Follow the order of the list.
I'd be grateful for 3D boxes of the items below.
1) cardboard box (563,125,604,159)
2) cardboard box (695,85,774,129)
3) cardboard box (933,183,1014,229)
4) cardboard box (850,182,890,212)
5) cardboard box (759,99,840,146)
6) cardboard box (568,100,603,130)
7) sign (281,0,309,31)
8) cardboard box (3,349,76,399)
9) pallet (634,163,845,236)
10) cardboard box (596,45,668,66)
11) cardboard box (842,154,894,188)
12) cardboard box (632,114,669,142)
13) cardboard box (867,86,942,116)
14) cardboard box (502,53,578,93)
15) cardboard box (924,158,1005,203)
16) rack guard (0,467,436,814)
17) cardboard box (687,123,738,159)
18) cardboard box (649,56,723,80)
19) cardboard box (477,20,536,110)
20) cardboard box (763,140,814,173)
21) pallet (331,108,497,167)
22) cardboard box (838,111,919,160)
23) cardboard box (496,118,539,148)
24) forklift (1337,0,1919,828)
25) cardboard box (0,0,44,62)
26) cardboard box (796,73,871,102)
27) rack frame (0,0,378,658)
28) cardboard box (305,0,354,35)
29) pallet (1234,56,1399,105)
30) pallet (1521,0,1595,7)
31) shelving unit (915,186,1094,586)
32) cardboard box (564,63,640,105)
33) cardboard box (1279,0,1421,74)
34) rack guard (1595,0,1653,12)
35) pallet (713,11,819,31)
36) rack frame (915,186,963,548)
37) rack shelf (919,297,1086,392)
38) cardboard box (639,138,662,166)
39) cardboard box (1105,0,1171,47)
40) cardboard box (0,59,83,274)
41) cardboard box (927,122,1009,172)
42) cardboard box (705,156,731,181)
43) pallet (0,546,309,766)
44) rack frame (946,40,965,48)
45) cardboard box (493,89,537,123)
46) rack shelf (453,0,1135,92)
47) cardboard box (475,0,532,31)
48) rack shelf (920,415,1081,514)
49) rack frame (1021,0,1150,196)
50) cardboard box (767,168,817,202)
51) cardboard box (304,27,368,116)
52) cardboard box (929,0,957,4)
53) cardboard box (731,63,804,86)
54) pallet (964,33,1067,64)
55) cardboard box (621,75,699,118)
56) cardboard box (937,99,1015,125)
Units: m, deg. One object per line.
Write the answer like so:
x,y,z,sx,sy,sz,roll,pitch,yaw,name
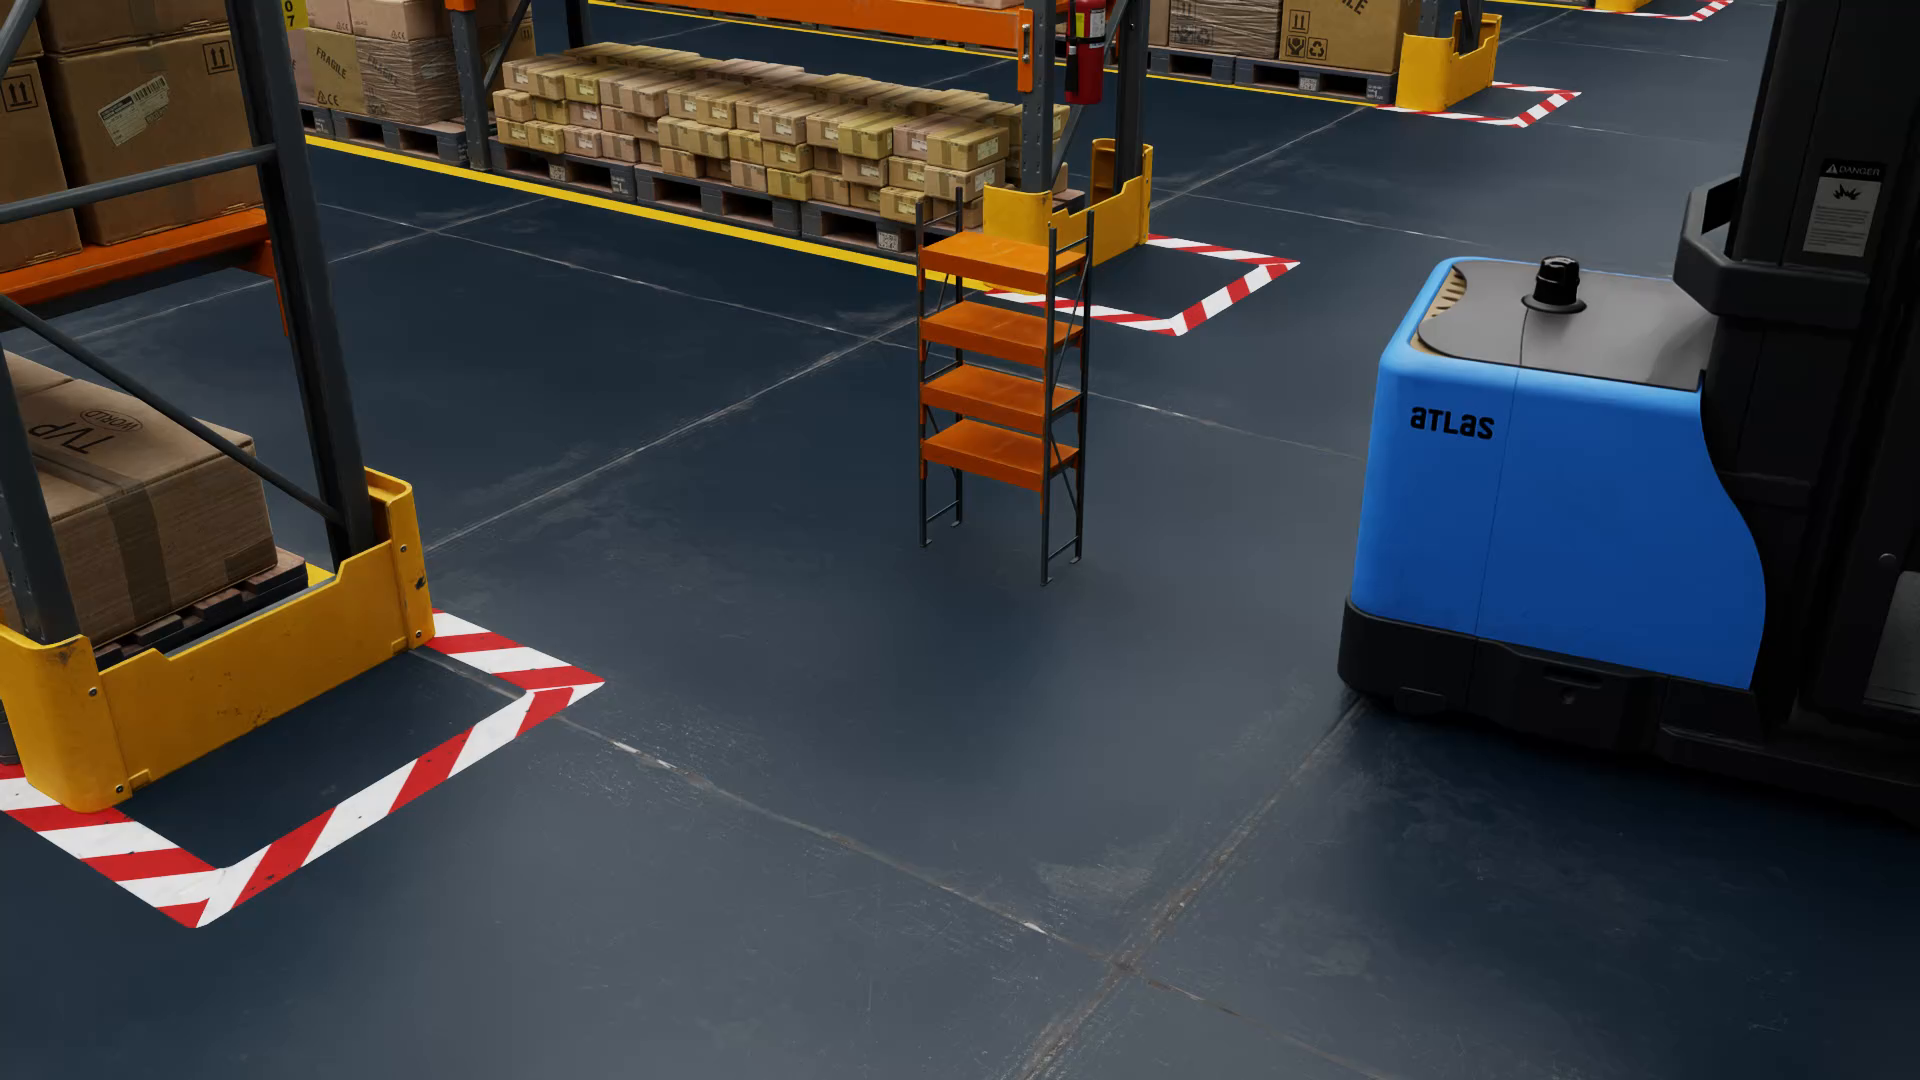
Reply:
-2.103,-2.373,9.786,0.250,0.149,0.380,17,32,30,cardboard box
-1.235,-2.388,9.159,0.250,0.149,0.380,17,32,31,cardboard box
0.070,-1.729,8.521,0.250,0.149,0.380,18,32,31,cardboard box
-0.368,-1.857,8.773,0.250,0.149,0.380,17,32,30,cardboard box
-0.848,-2.222,8.833,0.250,0.149,0.380,19,32,32,cardboard box
-2.077,-2.539,9.783,0.250,0.149,0.380,17,32,30,cardboard box
-1.778,-1.506,4.360,0.005,0.325,0.100,17,32,30,sign
-3.457,-0.288,5.371,0.875,0.438,0.875,18,32,32,cardboard box
-1.092,-2.068,9.580,1.213,0.211,1.003,17,32,30,pallet
-2.002,-2.920,10.204,0.250,0.149,0.380,18,32,31,cardboard box
-0.404,-1.966,8.659,0.250,0.149,0.380,16,31,28,cardboard box
-1.643,-2.389,9.489,0.250,0.149,0.380,19,33,33,cardboard box
-0.299,-2.370,9.124,0.250,0.149,0.380,16,31,28,cardboard box
-2.509,-2.798,9.966,0.250,0.149,0.380,19,32,32,cardboard box
0.025,-1.833,8.398,0.250,0.149,0.380,16,31,29,cardboard box
-2.078,0.241,4.725,0.348,0.500,1.175,17,32,30,rack guard
-1.282,-2.227,9.172,0.250,0.149,0.380,18,32,31,cardboard box
-1.623,-2.762,9.895,0.250,0.149,0.380,18,32,32,cardboard box
-3.134,-3.145,10.915,0.500,0.500,0.500,19,32,32,cardboard box
-0.838,-2.094,8.910,0.250,0.149,0.380,18,32,31,cardboard box
-3.318,-2.739,10.900,1.213,0.211,1.003,17,32,30,pallet
-0.418,-2.083,8.561,0.250,0.149,0.380,17,31,29,cardboard box
-2.557,-2.486,10.007,0.250,0.149,0.380,16,31,28,cardboard box
2.660,-0.768,4.028,3.031,2.935,1.130,11,29,21,forklift
-2.630,-1.404,3.989,0.500,0.500,0.500,18,32,32,cardboard box
-0.714,-2.529,9.437,0.250,0.149,0.380,18,32,31,cardboard box
-2.097,-0.879,4.170,0.127,3.000,1.000,17,32,30,rack frame
-3.848,-3.424,10.636,0.500,0.250,0.500,19,33,33,cardboard box
2.810,-3.517,12.428,1.213,0.211,1.003,17,32,30,pallet
5.660,-5.419,16.166,1.213,0.211,1.003,17,32,30,pallet
0.136,-0.492,5.394,0.503,1.200,0.258,17,32,30,shelving unit
-2.079,-2.659,9.692,0.250,0.149,0.380,17,31,30,cardboard box
2.941,-3.958,12.101,0.875,0.875,0.875,17,32,30,cardboard box
6.345,-5.320,15.653,0.348,0.500,1.175,17,32,30,rack guard
-1.472,-4.851,15.050,1.213,0.211,1.003,17,32,30,pallet
-0.065,-0.555,5.517,0.015,1.200,0.240,17,32,30,rack frame
0.136,-0.632,5.323,0.480,0.148,0.258,17,32,30,rack shelf
-1.624,-2.270,9.584,0.250,0.149,0.380,16,31,28,cardboard box
1.457,-4.421,13.009,0.875,0.875,0.875,17,32,30,cardboard box
-2.645,-0.948,4.196,0.500,0.500,0.500,18,32,31,cardboard box
0.042,-1.978,8.355,0.250,0.149,0.380,18,32,31,cardboard box
-1.205,-2.129,9.306,0.250,0.149,0.380,18,32,32,cardboard box
-2.801,0.188,5.148,1.213,0.211,1.003,17,32,30,pallet
0.216,-5.611,13.468,0.127,3.000,1.000,17,32,30,rack frame
-2.558,-2.619,9.941,0.250,0.149,0.380,19,33,33,cardboard box
-1.027,-2.948,9.030,4.000,0.370,1.077,17,32,30,rack shelf
-3.135,-3.478,10.744,0.500,0.250,0.500,16,31,28,cardboard box
0.136,-0.255,5.515,0.480,0.148,0.258,17,32,30,rack shelf
0.622,-2.755,7.857,0.127,3.000,1.000,17,32,30,rack frame
-0.825,-1.958,8.971,0.250,0.149,0.380,16,31,28,cardboard box
-3.851,-3.083,10.795,0.500,0.500,0.500,16,31,29,cardboard box
0.009,-2.699,8.024,0.250,0.149,0.380,17,32,30,cardboard box
-1.118,-2.663,9.699,0.250,0.149,0.380,16,31,29,cardboard box
0.799,-4.144,13.660,1.213,0.211,1.003,17,32,30,pallet
-1.687,-2.505,9.389,0.250,0.149,0.380,18,32,31,cardboard box
0.087,-2.225,8.838,0.250,0.149,0.380,18,32,31,cardboard box
